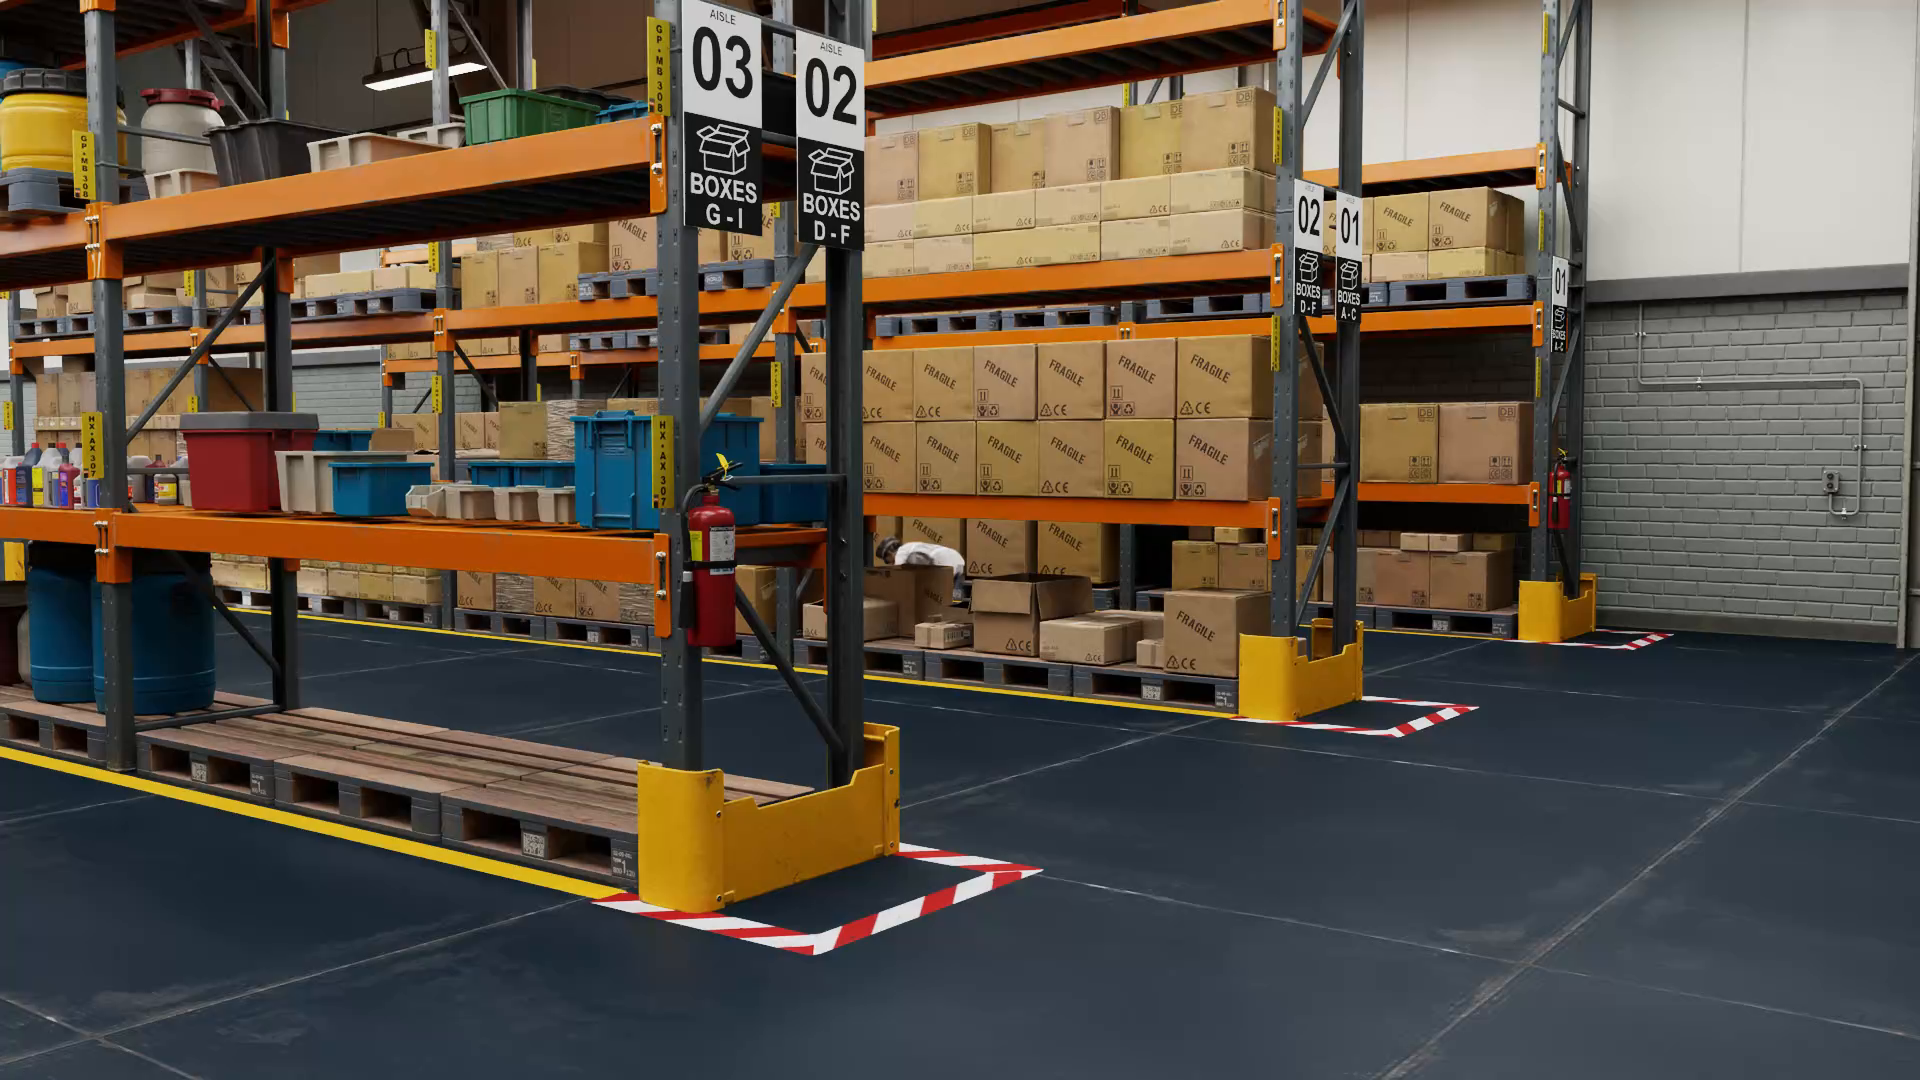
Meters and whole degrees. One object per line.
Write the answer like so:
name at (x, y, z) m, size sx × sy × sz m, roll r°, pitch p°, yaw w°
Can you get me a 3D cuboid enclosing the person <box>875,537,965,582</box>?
person at (-0.389, 0.362, 15.854) m, size 0.909 × 0.776 × 0.456 m, roll 2°, pitch 4°, yaw 35°
